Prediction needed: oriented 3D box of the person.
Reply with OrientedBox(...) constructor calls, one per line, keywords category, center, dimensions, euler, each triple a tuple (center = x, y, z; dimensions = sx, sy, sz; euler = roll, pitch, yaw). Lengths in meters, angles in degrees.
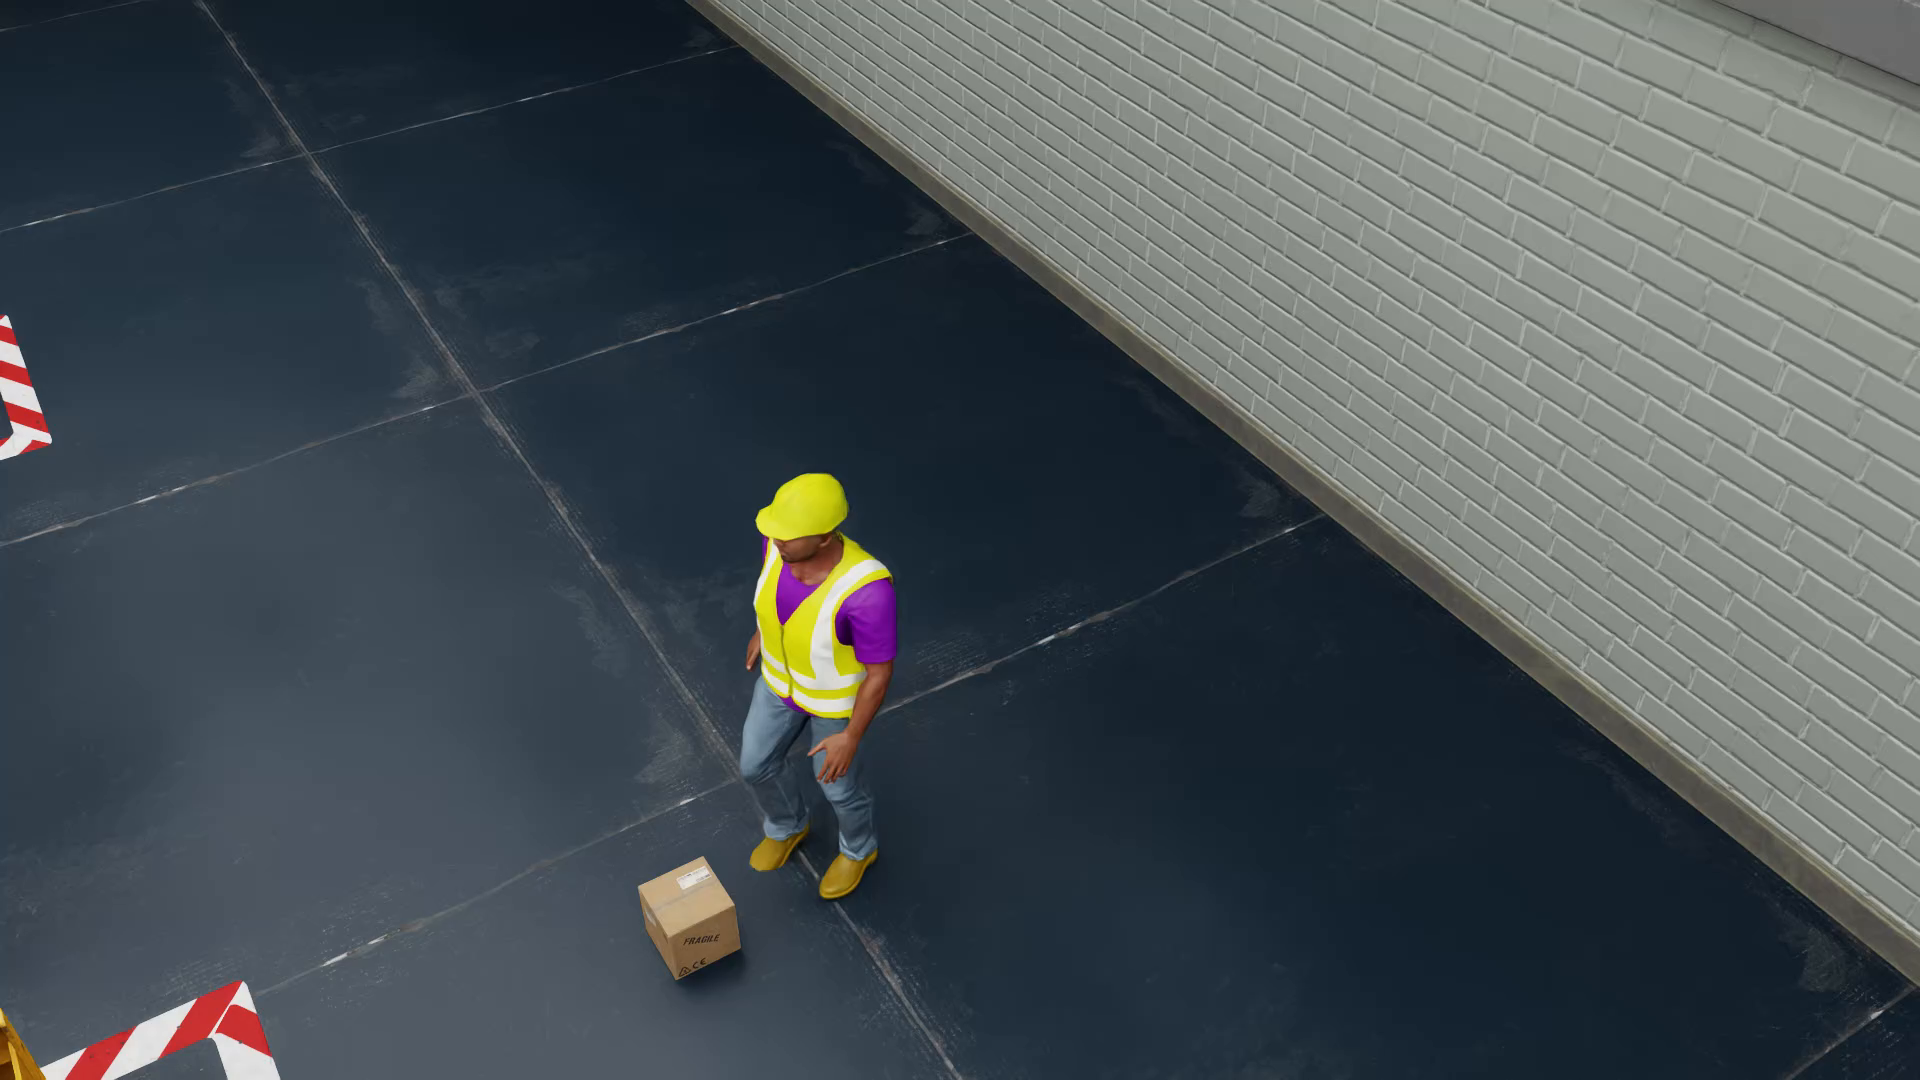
OrientedBox(category="person", center=(-0.511, 0.521, 5.573), dimensions=(0.676, 1.822, 0.448), euler=(26, 47, 27))
